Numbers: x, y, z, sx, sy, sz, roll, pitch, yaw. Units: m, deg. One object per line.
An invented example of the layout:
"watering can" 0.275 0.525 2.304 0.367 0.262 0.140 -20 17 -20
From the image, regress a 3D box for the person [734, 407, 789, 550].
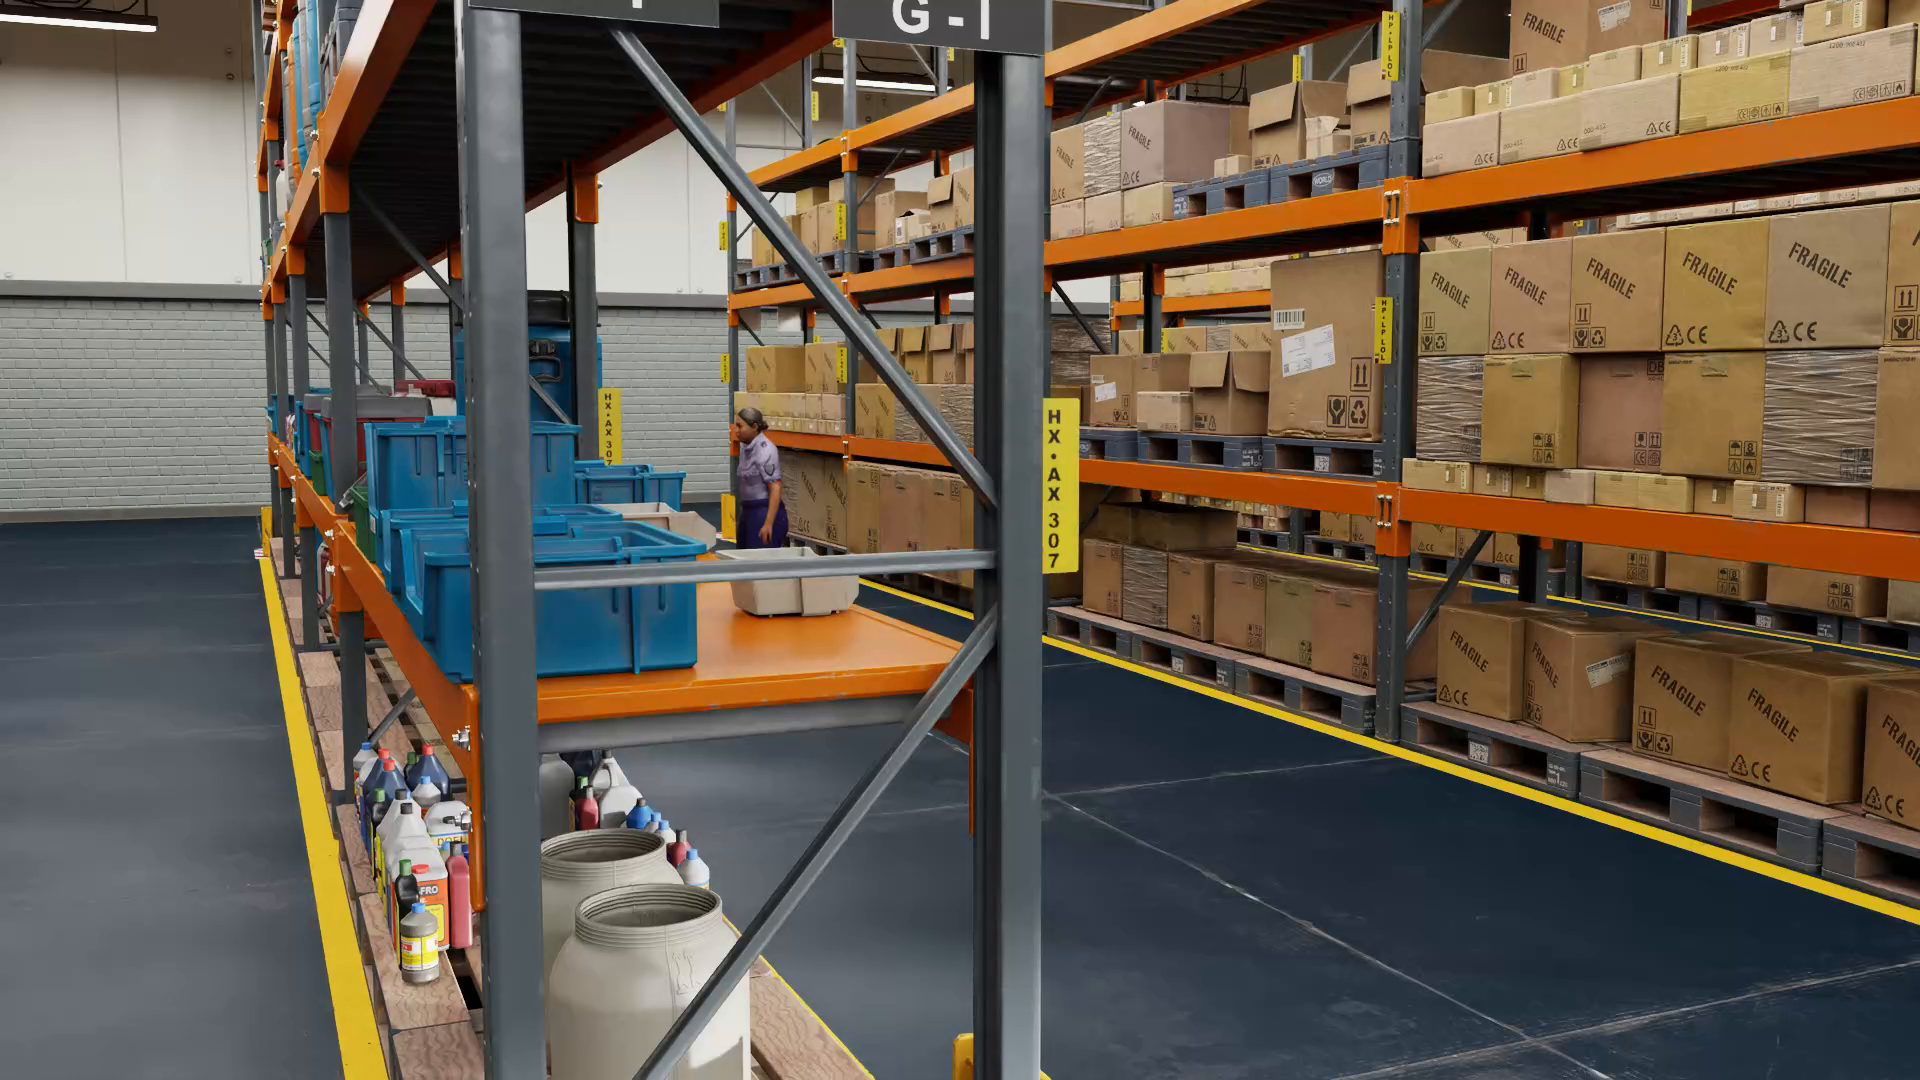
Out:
"person" -1.428 -0.107 11.744 0.375 1.636 0.548 -3 6 -26
